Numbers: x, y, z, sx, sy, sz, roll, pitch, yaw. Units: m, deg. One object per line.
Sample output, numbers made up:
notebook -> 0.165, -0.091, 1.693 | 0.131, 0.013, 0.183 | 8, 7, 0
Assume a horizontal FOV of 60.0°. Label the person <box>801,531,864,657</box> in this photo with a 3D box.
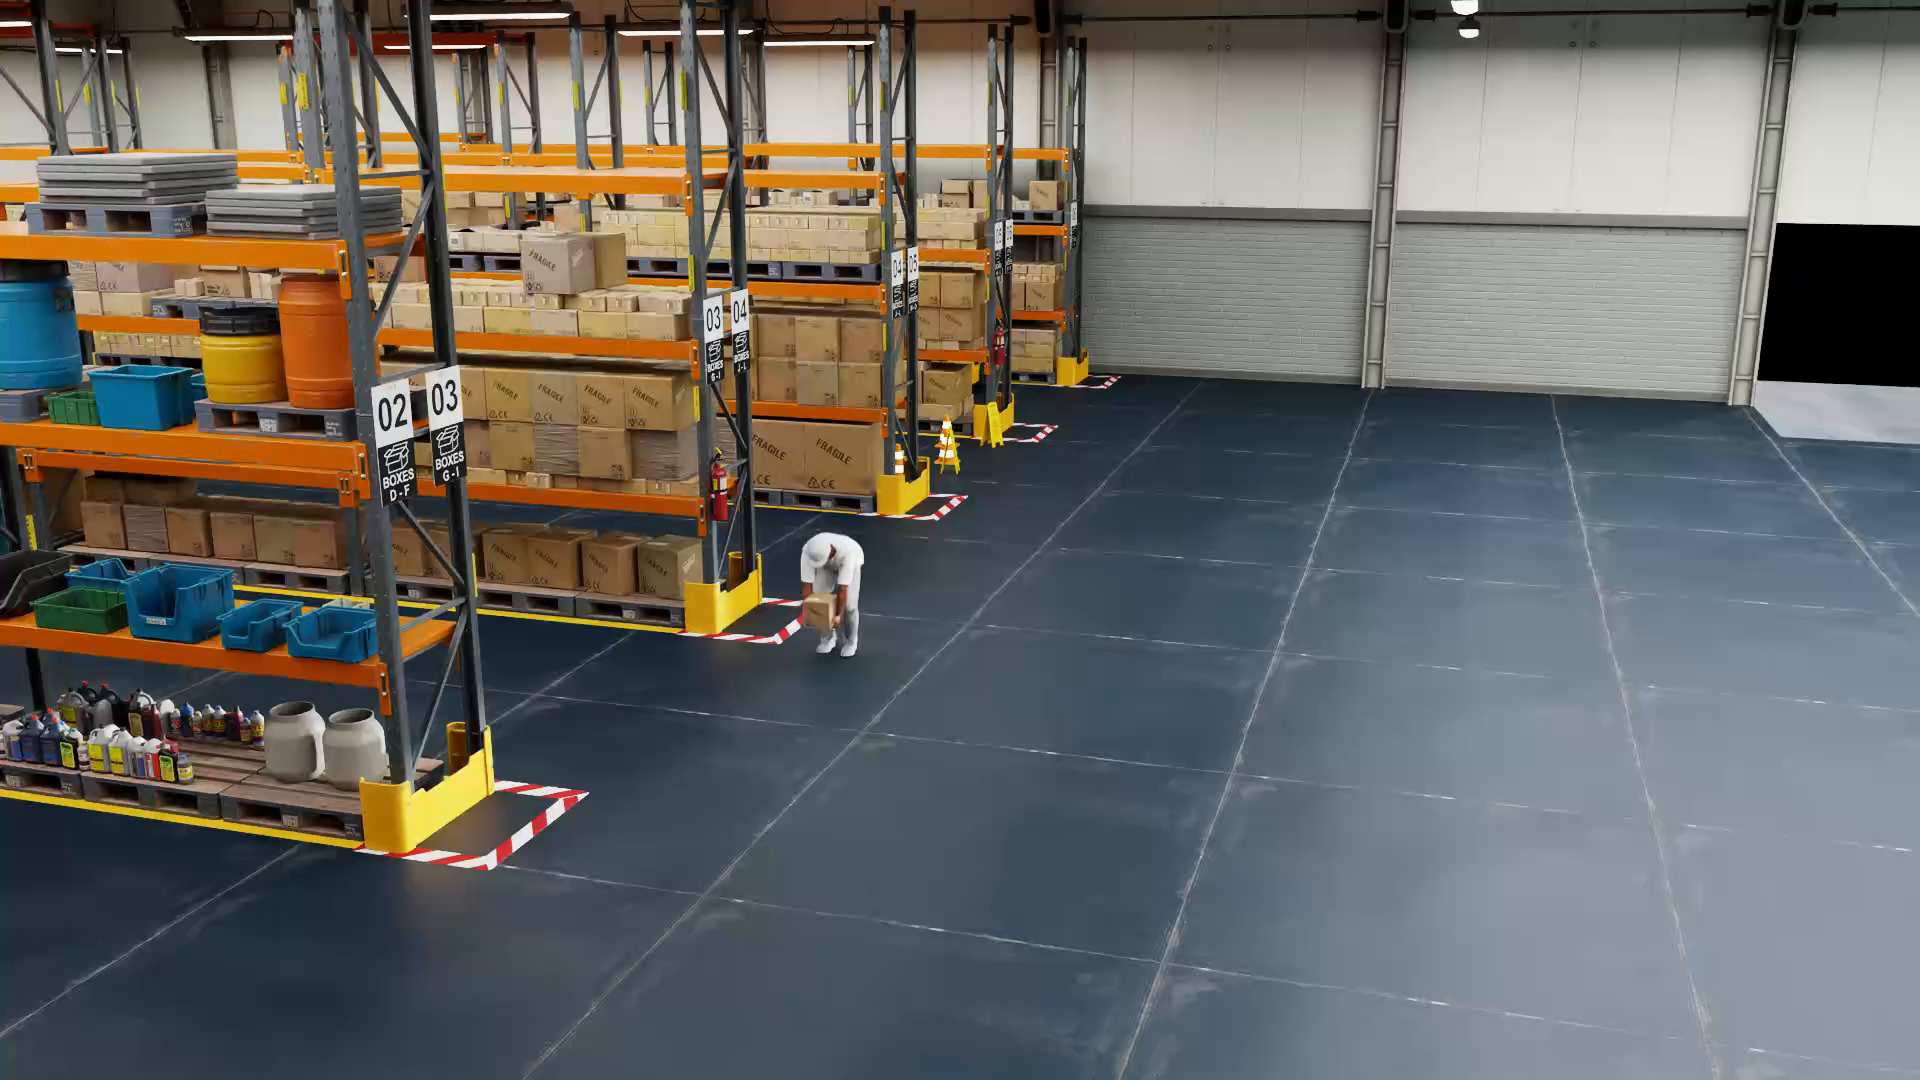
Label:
person -> -1.164, 0.465, 15.159 | 0.494, 1.281, 0.933 | 4, 15, 14
